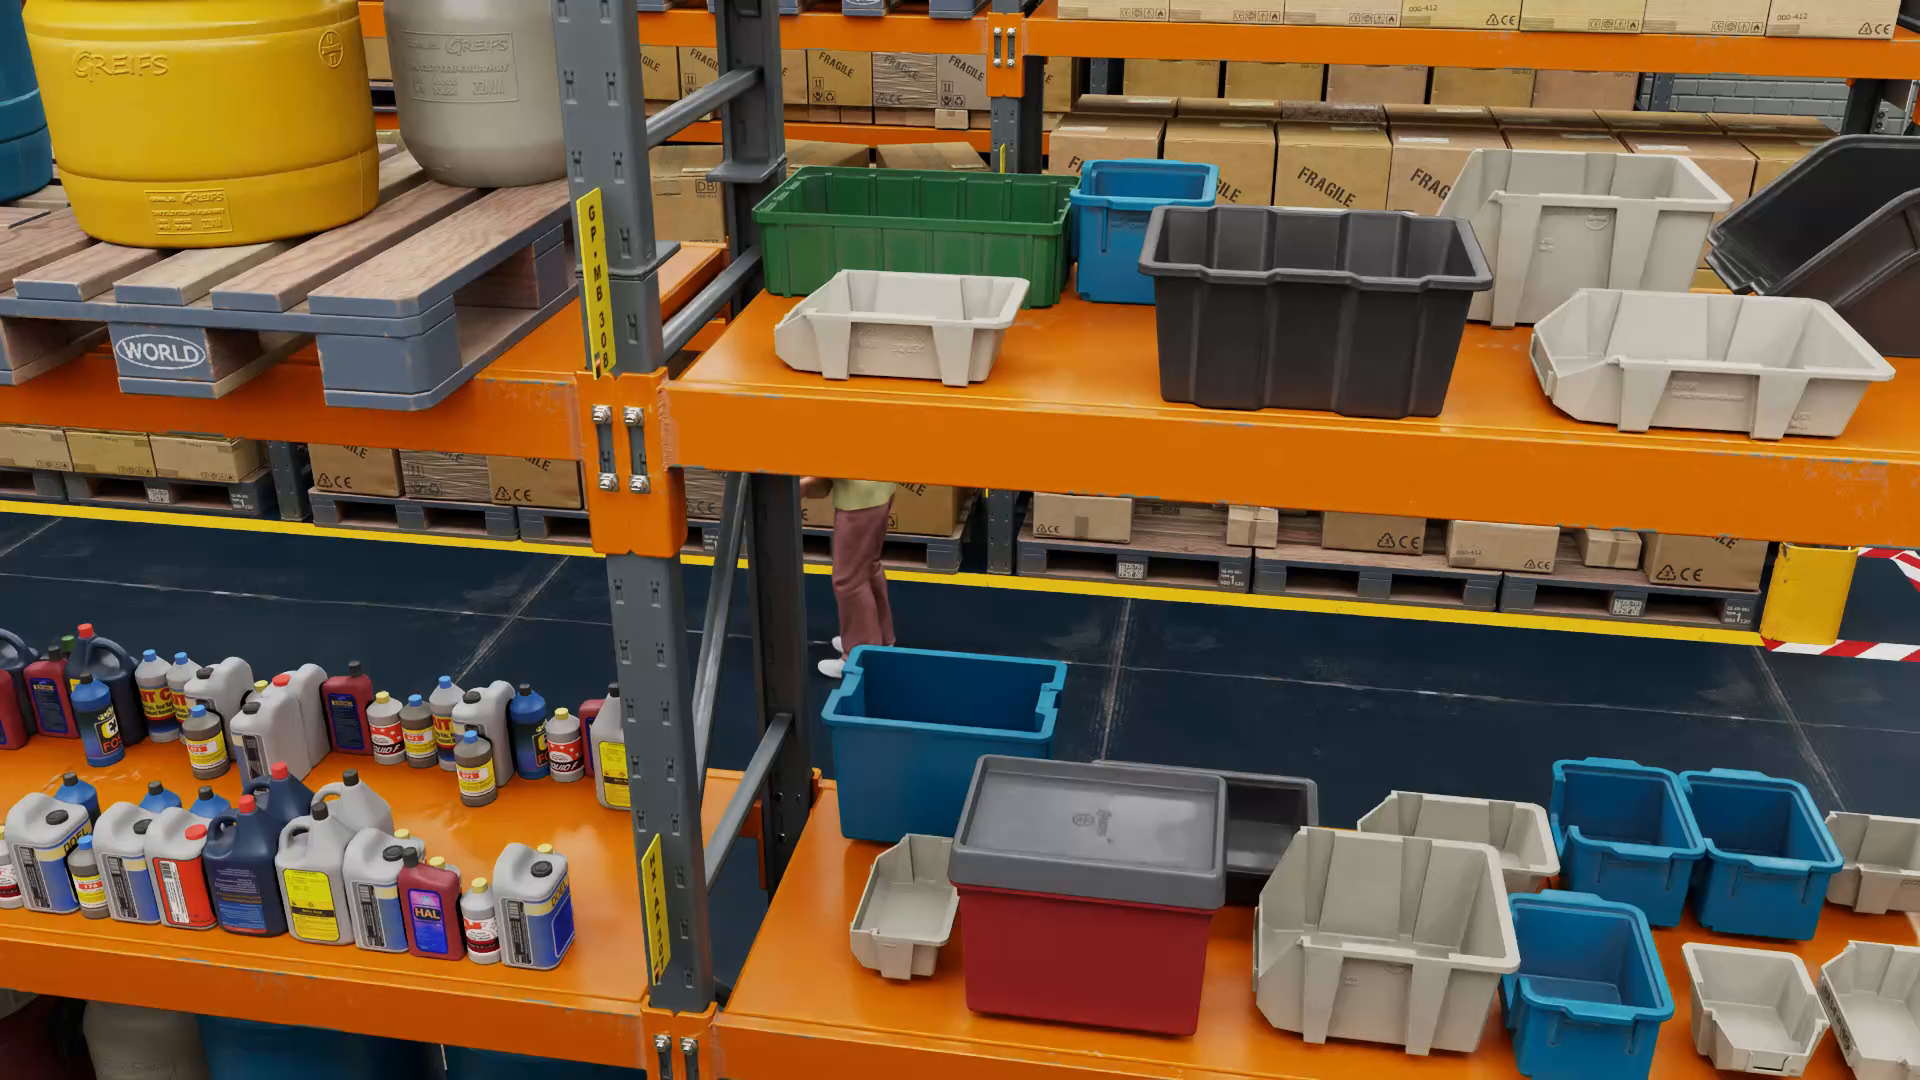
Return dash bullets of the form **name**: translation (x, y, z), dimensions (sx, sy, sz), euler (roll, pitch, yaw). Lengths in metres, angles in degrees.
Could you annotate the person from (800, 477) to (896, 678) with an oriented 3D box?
- **person**: translation (-0.513, -0.175, 7.488), dimensions (0.541, 1.669, 0.444), euler (4, 25, 9)
